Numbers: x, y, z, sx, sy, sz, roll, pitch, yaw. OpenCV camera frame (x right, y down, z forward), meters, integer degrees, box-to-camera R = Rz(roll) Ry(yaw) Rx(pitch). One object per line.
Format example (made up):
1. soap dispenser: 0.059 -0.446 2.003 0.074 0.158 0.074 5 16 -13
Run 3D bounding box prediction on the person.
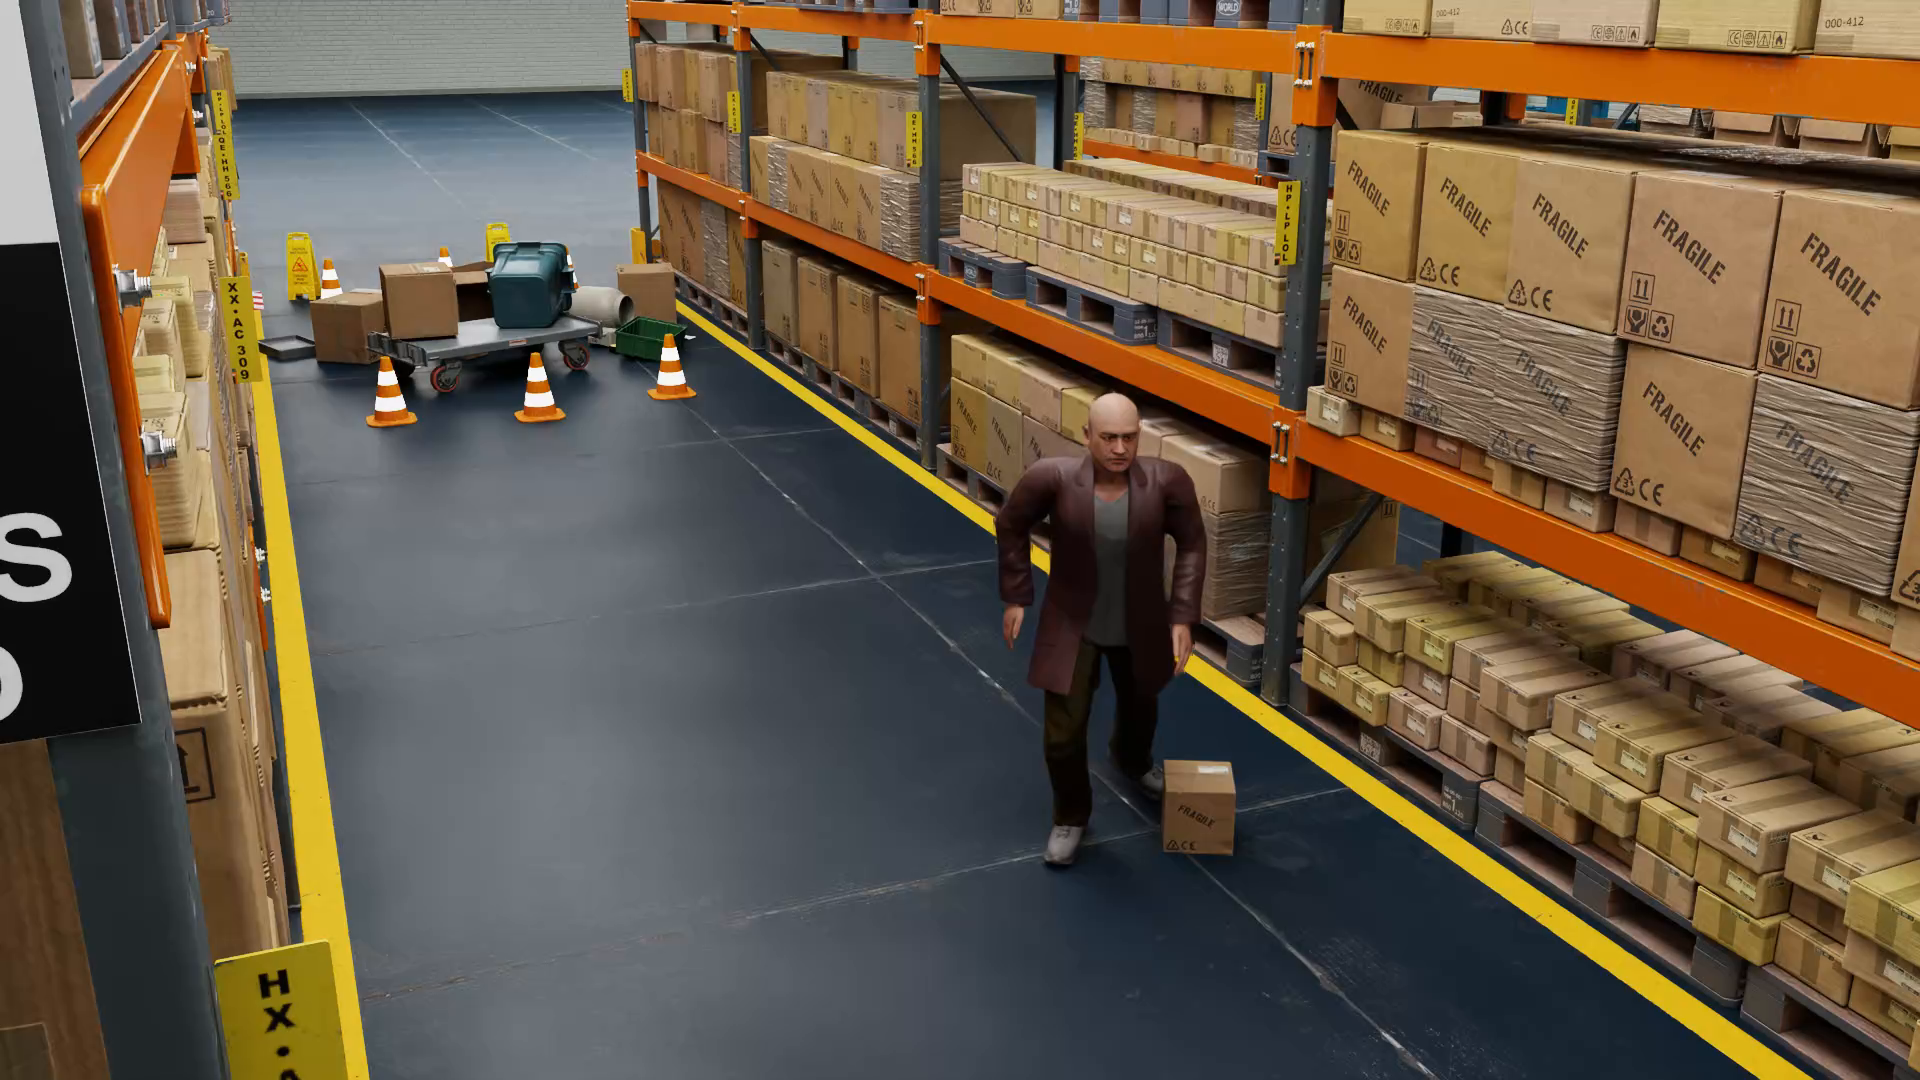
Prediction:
1. person: 0.488 0.255 5.922 0.740 1.721 0.806 -1 19 -3
